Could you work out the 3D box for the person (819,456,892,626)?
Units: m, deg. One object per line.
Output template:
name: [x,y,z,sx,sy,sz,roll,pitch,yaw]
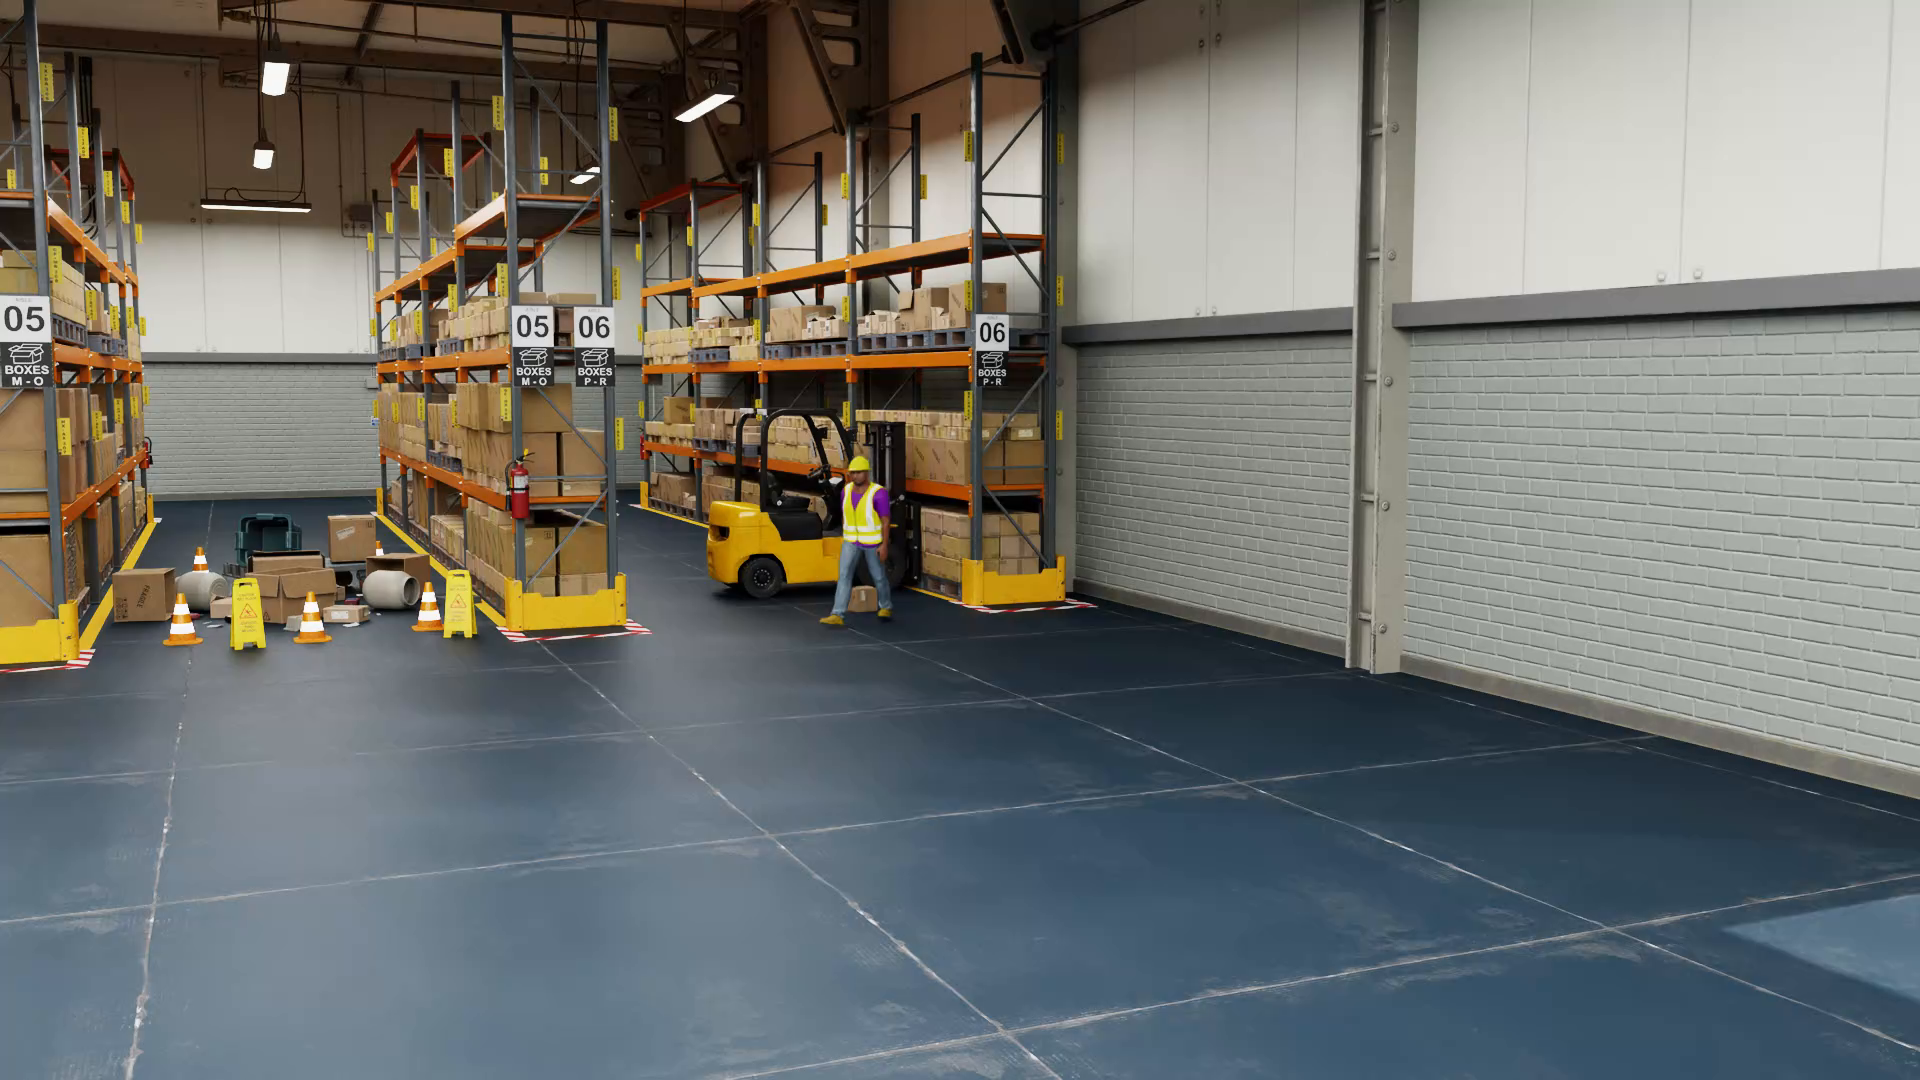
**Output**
person: [-0.996,0.004,16.747,0.480,1.693,1.084,2,6,21]
